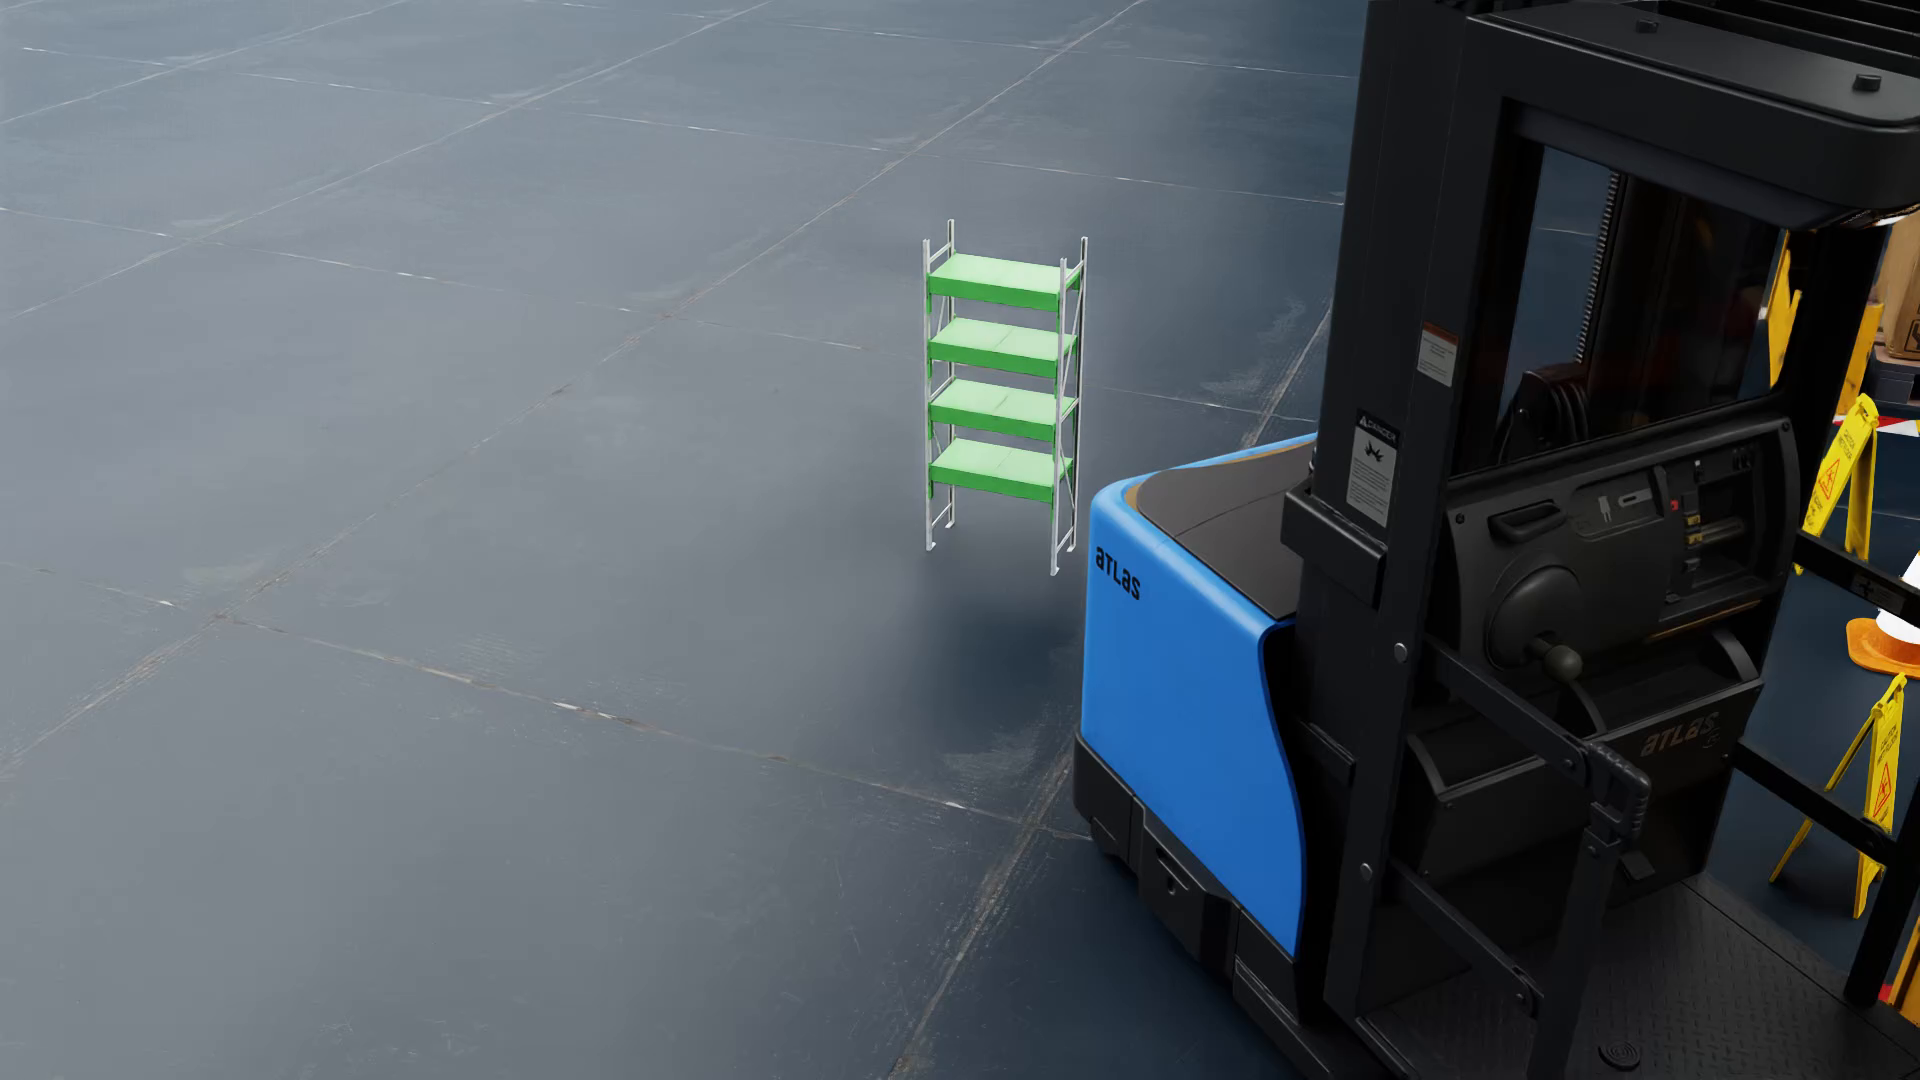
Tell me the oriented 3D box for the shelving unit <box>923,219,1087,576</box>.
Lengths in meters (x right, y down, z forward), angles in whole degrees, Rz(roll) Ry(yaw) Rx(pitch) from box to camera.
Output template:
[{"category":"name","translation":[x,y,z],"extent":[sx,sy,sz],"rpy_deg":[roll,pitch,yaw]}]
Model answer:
[{"category":"shelving unit","translation":[0.153,-0.492,5.901],"extent":[0.503,1.200,0.258],"rpy_deg":[11,31,19]}]

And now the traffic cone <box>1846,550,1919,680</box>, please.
[{"category":"traffic cone","translation":[3.164,0.175,5.471],"extent":[0.334,0.463,0.336],"rpy_deg":[11,31,19]}]

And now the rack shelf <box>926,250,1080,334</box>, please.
[{"category":"rack shelf","translation":[0.153,-0.854,5.696],"extent":[0.480,0.148,0.258],"rpy_deg":[11,31,19]}]

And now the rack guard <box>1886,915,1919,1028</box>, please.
[{"category":"rack guard","translation":[2.249,1.250,3.530],"extent":[0.348,0.500,1.175],"rpy_deg":[11,31,19]}]

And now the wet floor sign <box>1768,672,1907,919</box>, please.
[{"category":"wet floor sign","translation":[2.404,0.650,4.445],"extent":[0.232,0.644,0.267],"rpy_deg":[24,37,36]}]

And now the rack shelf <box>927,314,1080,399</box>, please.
[{"category":"rack shelf","translation":[0.153,-0.645,5.814],"extent":[0.480,0.148,0.258],"rpy_deg":[11,31,19]}]

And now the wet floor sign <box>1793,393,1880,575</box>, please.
[{"category":"wet floor sign","translation":[3.174,-0.206,5.958],"extent":[0.232,0.644,0.267],"rpy_deg":[6,30,11]}]

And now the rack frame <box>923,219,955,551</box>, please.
[{"category":"rack frame","translation":[-0.073,-0.537,5.980],"extent":[0.015,1.200,0.240],"rpy_deg":[11,31,19]}]

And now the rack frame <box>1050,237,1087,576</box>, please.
[{"category":"rack frame","translation":[0.379,-0.447,5.821],"extent":[0.015,1.200,0.240],"rpy_deg":[11,31,19]}]

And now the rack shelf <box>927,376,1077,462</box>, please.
[{"category":"rack shelf","translation":[0.153,-0.436,5.932],"extent":[0.480,0.148,0.258],"rpy_deg":[11,31,19]}]

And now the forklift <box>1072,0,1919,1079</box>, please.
[{"category":"forklift","translation":[1.441,0.057,3.171],"extent":[1.130,2.935,3.031],"rpy_deg":[-14,32,-23]}]

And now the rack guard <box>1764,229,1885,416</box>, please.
[{"category":"rack guard","translation":[3.923,-1.044,7.589],"extent":[0.348,0.500,1.175],"rpy_deg":[11,31,19]}]

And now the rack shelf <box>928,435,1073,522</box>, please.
[{"category":"rack shelf","translation":[0.153,-0.227,6.050],"extent":[0.480,0.148,0.258],"rpy_deg":[11,31,19]}]

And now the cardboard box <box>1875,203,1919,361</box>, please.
[{"category":"cardboard box","translation":[4.599,-1.290,7.217],"extent":[0.875,0.875,0.875],"rpy_deg":[11,31,19]}]

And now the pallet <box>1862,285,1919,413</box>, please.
[{"category":"pallet","translation":[4.716,-0.802,7.454],"extent":[1.213,0.211,1.003],"rpy_deg":[11,31,19]}]
